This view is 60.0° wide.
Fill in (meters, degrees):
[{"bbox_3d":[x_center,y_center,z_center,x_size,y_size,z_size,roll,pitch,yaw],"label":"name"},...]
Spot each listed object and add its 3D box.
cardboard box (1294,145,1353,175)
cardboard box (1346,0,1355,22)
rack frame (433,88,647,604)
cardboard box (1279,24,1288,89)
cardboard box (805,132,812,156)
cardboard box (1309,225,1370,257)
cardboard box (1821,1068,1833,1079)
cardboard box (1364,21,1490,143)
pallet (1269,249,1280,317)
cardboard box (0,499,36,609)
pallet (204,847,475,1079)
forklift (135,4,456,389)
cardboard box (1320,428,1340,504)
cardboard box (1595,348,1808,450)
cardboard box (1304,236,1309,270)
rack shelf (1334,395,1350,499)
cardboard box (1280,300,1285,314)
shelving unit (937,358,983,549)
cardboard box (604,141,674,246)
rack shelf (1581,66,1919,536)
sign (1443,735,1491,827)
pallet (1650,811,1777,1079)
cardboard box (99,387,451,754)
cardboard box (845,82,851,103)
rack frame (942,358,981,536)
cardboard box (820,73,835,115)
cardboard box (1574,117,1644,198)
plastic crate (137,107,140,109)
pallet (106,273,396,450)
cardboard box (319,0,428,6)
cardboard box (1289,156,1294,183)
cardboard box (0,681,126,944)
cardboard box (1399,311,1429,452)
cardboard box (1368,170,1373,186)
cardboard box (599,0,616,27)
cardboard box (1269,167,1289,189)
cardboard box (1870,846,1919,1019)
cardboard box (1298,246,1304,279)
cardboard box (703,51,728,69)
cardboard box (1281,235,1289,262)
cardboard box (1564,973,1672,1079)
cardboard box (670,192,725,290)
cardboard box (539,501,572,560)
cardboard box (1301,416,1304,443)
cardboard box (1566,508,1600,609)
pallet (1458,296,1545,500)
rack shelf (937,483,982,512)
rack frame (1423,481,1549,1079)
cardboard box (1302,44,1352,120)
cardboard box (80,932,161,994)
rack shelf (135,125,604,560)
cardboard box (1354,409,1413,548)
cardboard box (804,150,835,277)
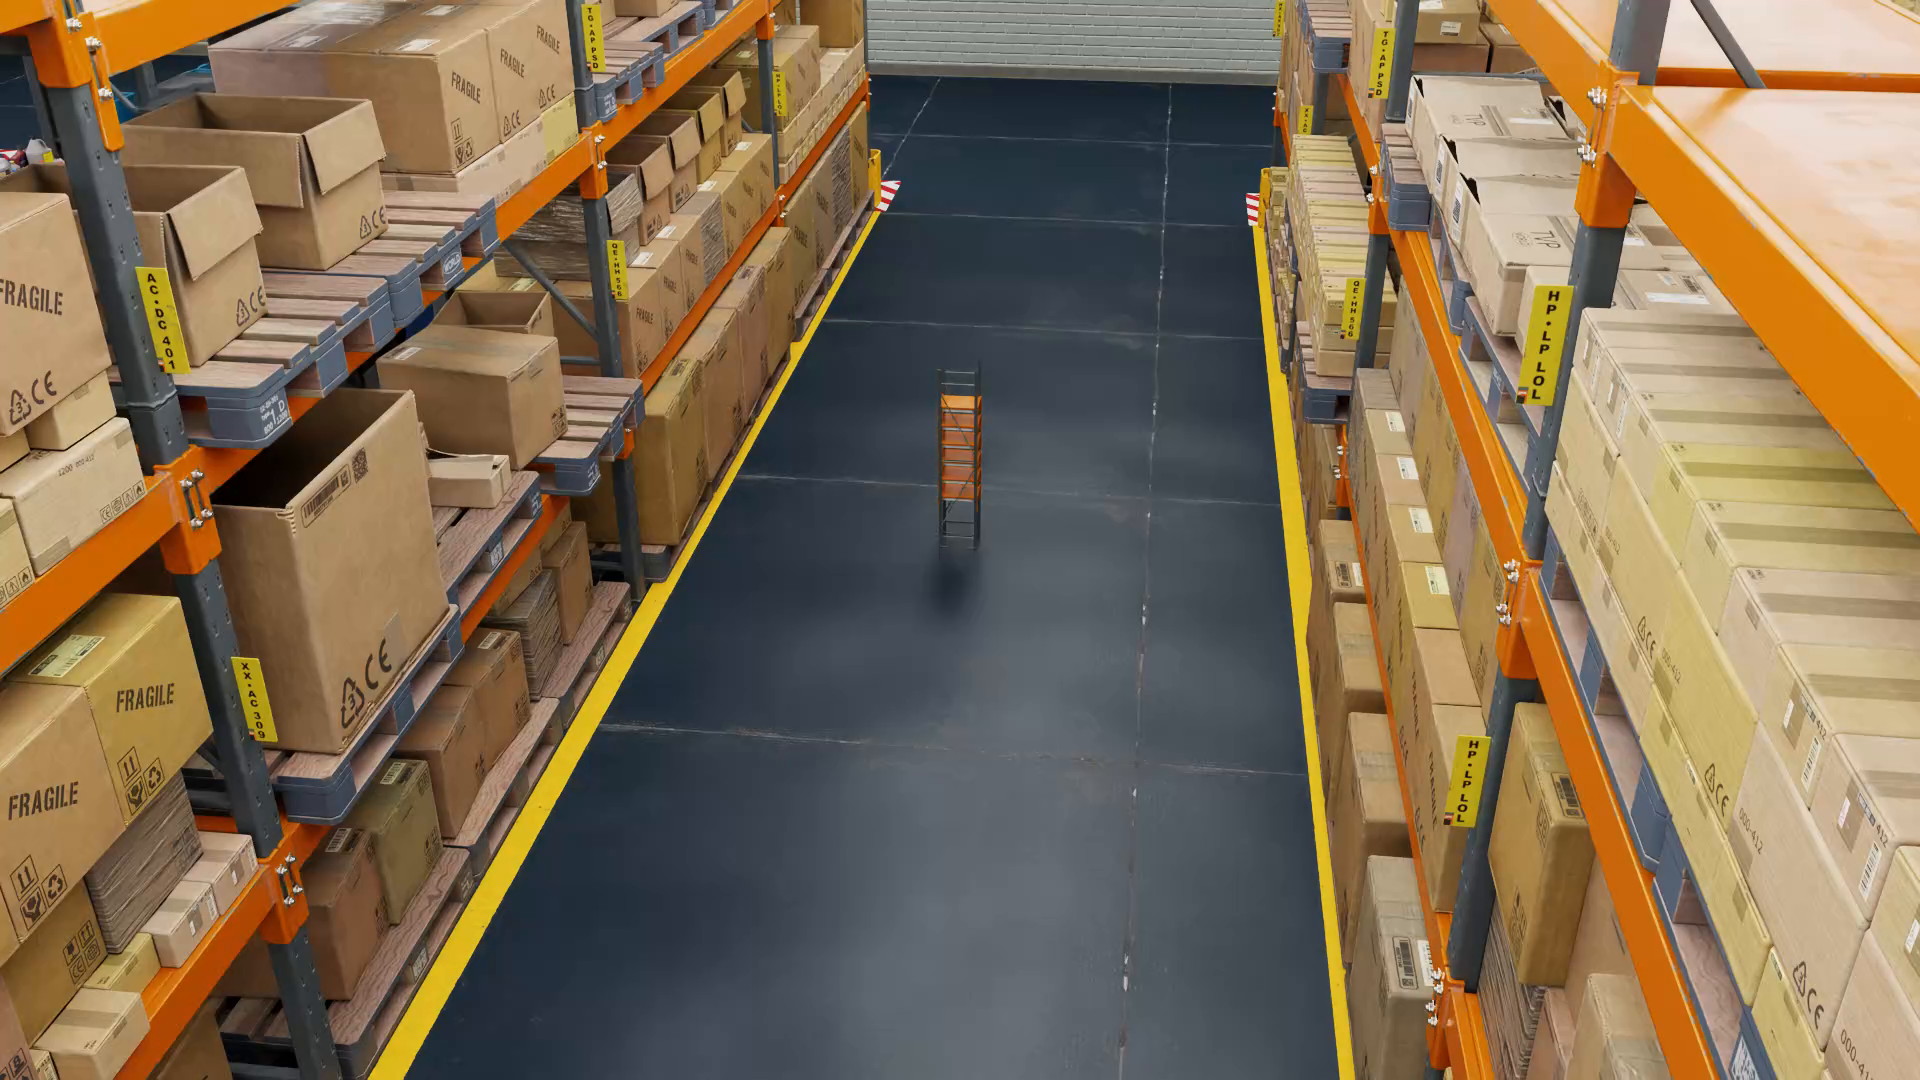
[{"bbox_3d":[2.488,-2.595,11.391,0.380,0.149,0.250,4,29,8],"label":"cardboard box"},{"bbox_3d":[2.701,-3.380,9.940,0.797,0.503,0.637,3,28,6],"label":"cardboard box"},{"bbox_3d":[-2.380,-1.002,9.239,1.000,3.000,0.127,3,28,6],"label":"rack frame"},{"bbox_3d":[3.181,-4.411,15.149,0.500,0.500,0.500,5,29,9],"label":"cardboard box"},{"bbox_3d":[-1.429,-3.266,13.706,0.380,0.149,0.250,3,28,5],"label":"cardboard box"},{"bbox_3d":[2.265,-1.740,9.804,0.380,0.149,0.250,3,28,6],"label":"cardboard box"},{"bbox_3d":[1.411,0.887,2.288,0.380,0.149,0.250,4,29,7],"label":"cardboard box"},{"bbox_3d":[2.348,-2.314,8.407,0.500,0.500,0.500,3,28,6],"label":"cardboard box"},{"bbox_3d":[3.215,-2.215,14.432,1.003,0.211,1.213,3,28,6],"label":"pallet"},{"bbox_3d":[-2.741,0.101,4.187,0.500,0.250,0.500,4,29,7],"label":"cardboard box"},{"bbox_3d":[-2.776,1.742,7.086,1.003,0.211,1.213,3,28,6],"label":"pallet"},{"bbox_3d":[-4.458,-1.897,10.973,1.130,2.935,3.031,3,28,5],"label":"forklift"},{"bbox_3d":[2.354,-0.418,9.557,0.500,0.250,0.500,3,28,5],"label":"cardboard box"},{"bbox_3d":[1.628,-0.301,3.652,0.380,0.149,0.250,3,28,6],"label":"cardboard box"},{"bbox_3d":[2.295,-1.738,10.113,0.380,0.149,0.250,4,29,7],"label":"cardboard box"},{"bbox_3d":[2.775,-1.291,10.534,1.077,0.370,4.000,3,28,6],"label":"rack shelf"},{"bbox_3d":[2.813,-1.929,13.523,0.380,0.149,0.250,2,28,5],"label":"cardboard box"},{"bbox_3d":[-0.002,-0.521,10.245,0.258,1.200,0.189,3,28,6],"label":"shelving unit"},{"bbox_3d":[-2.192,-2.137,10.184,0.797,0.503,0.637,4,29,7],"label":"cardboard box"},{"bbox_3d":[1.795,0.010,2.216,1.077,0.370,4.000,3,28,6],"label":"rack shelf"},{"bbox_3d":[1.500,0.715,4.915,0.100,0.325,0.005,3,28,6],"label":"sign"},{"bbox_3d":[1.778,0.892,2.654,1.003,0.211,1.213,3,28,6],"label":"pallet"},{"bbox_3d":[-2.634,0.066,6.181,1.000,1.000,1.000,4,29,7],"label":"cardboard box"},{"bbox_3d":[-1.210,-4.112,15.276,0.380,0.149,0.250,4,29,7],"label":"cardboard box"},{"bbox_3d":[0.009,-0.564,10.325,0.240,1.200,0.006,3,28,6],"label":"rack frame"},{"bbox_3d":[-1.380,-3.865,14.399,0.500,0.250,0.500,3,29,6],"label":"cardboard box"},{"bbox_3d":[2.595,-1.425,6.208,0.500,0.500,0.500,3,28,6],"label":"cardboard box"},{"bbox_3d":[-6.935,-3.620,14.326,0.437,0.125,0.590,3,28,6],"label":"plastic crate"},{"bbox_3d":[-2.689,-0.641,5.605,1.213,0.211,1.003,3,28,6],"label":"pallet"},{"bbox_3d":[-2.693,-2.380,8.002,0.500,0.500,0.500,4,29,7],"label":"cardboard box"},{"bbox_3d":[2.516,-2.595,11.706,0.380,0.149,0.250,4,29,7],"label":"cardboard box"},{"bbox_3d":[-2.712,0.729,4.553,0.500,0.500,0.500,3,28,6],"label":"cardboard box"},{"bbox_3d":[2.405,-0.701,7.522,0.700,0.500,0.500,3,28,5],"label":"cardboard box"},{"bbox_3d":[3.331,-2.942,12.422,0.500,0.500,0.500,3,28,5],"label":"cardboard box"},{"bbox_3d":[-2.358,-3.254,9.709,0.500,0.500,0.500,5,29,9],"label":"cardboard box"},{"bbox_3d":[3.109,-3.397,15.620,0.380,0.149,0.250,2,28,4],"label":"cardboard box"},{"bbox_3d":[1.411,0.533,2.103,0.380,0.149,0.250,3,28,5],"label":"cardboard box"},{"bbox_3d":[2.327,-1.731,10.415,0.380,0.149,0.250,2,28,4],"label":"cardboard box"},{"bbox_3d":[-2.099,-3.512,12.952,0.500,0.500,0.500,4,29,8],"label":"cardboard box"},{"bbox_3d":[2.872,-2.414,13.796,0.380,0.149,0.250,2,28,4],"label":"cardboard box"},{"bbox_3d":[1.806,1.359,3.560,0.875,0.550,0.550,3,28,6],"label":"cardboard box"},{"bbox_3d":[-1.867,-1.978,10.946,0.500,0.500,0.500,3,29,6],"label":"cardboard box"},{"bbox_3d":[-2.432,-0.108,8.961,0.500,0.250,0.500,4,29,8],"label":"cardboard box"},{"bbox_3d":[2.553,-0.804,11.065,0.500,0.500,0.500,4,29,7],"label":"cardboard box"},{"bbox_3d":[1.628,0.052,3.838,0.380,0.149,0.250,3,29,6],"label":"cardboard box"},{"bbox_3d":[2.104,-0.454,5.261,0.805,0.209,1.217,2,28,4],"label":"pallet"},{"bbox_3d":[-0.002,-0.271,10.380,0.258,0.103,0.180,3,28,6],"label":"rack shelf"},{"bbox_3d":[2.040,1.217,5.121,1.000,3.000,0.127,3,28,6],"label":"rack frame"},{"bbox_3d":[2.810,-3.401,12.219,0.500,0.500,0.500,2,28,4],"label":"cardboard box"},{"bbox_3d":[-2.735,1.341,5.155,0.380,0.149,0.250,3,28,6],"label":"cardboard box"},{"bbox_3d":[-2.625,-1.064,6.951,1.077,0.370,4.000,3,28,6],"label":"rack shelf"},{"bbox_3d":[2.148,-0.275,7.784,0.500,0.500,0.500,3,28,6],"label":"cardboard box"},{"bbox_3d":[-1.619,-2.864,14.493,0.875,0.875,0.875,3,28,6],"label":"cardboard box"}]
